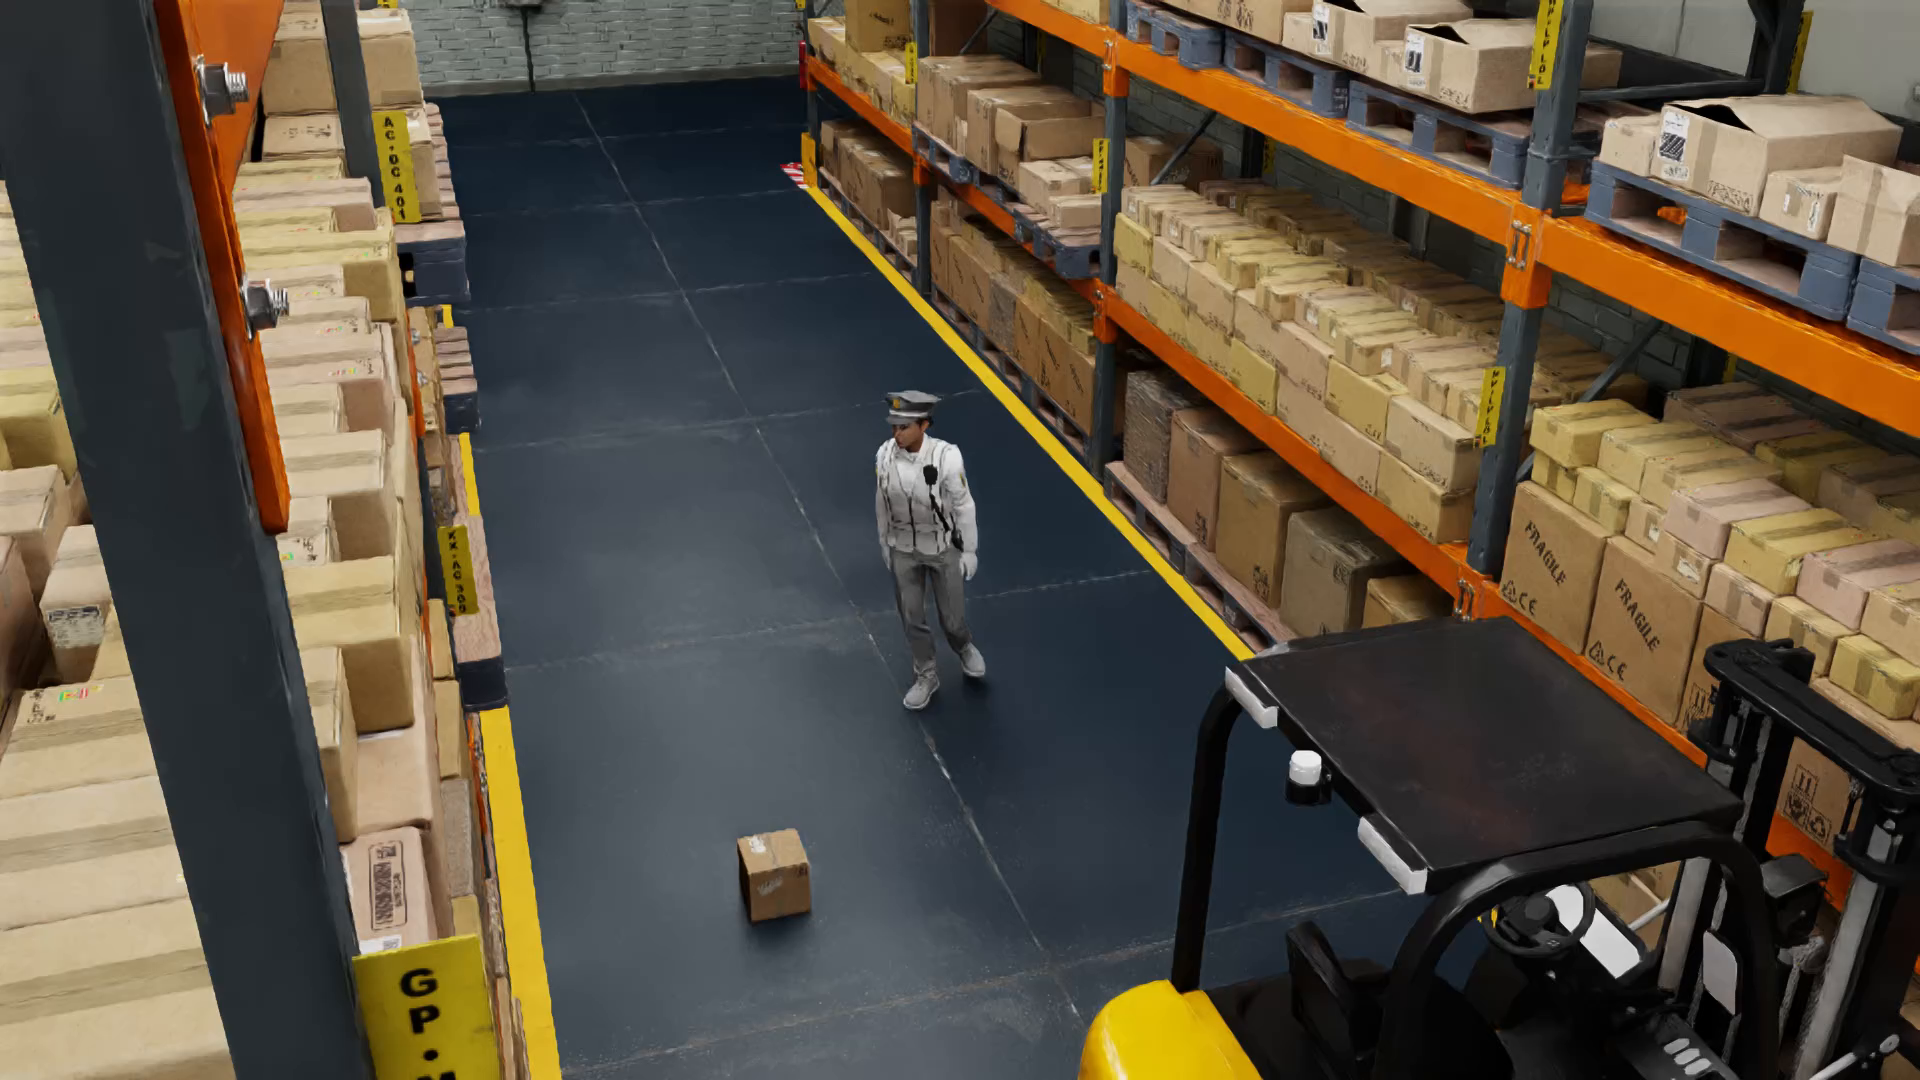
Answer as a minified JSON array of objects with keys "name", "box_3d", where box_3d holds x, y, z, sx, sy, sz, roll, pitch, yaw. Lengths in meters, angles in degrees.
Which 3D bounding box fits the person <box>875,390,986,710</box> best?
[{"name":"person","box_3d":[-0.147,0.011,8.073,0.522,1.670,0.525,8,28,16]}]
